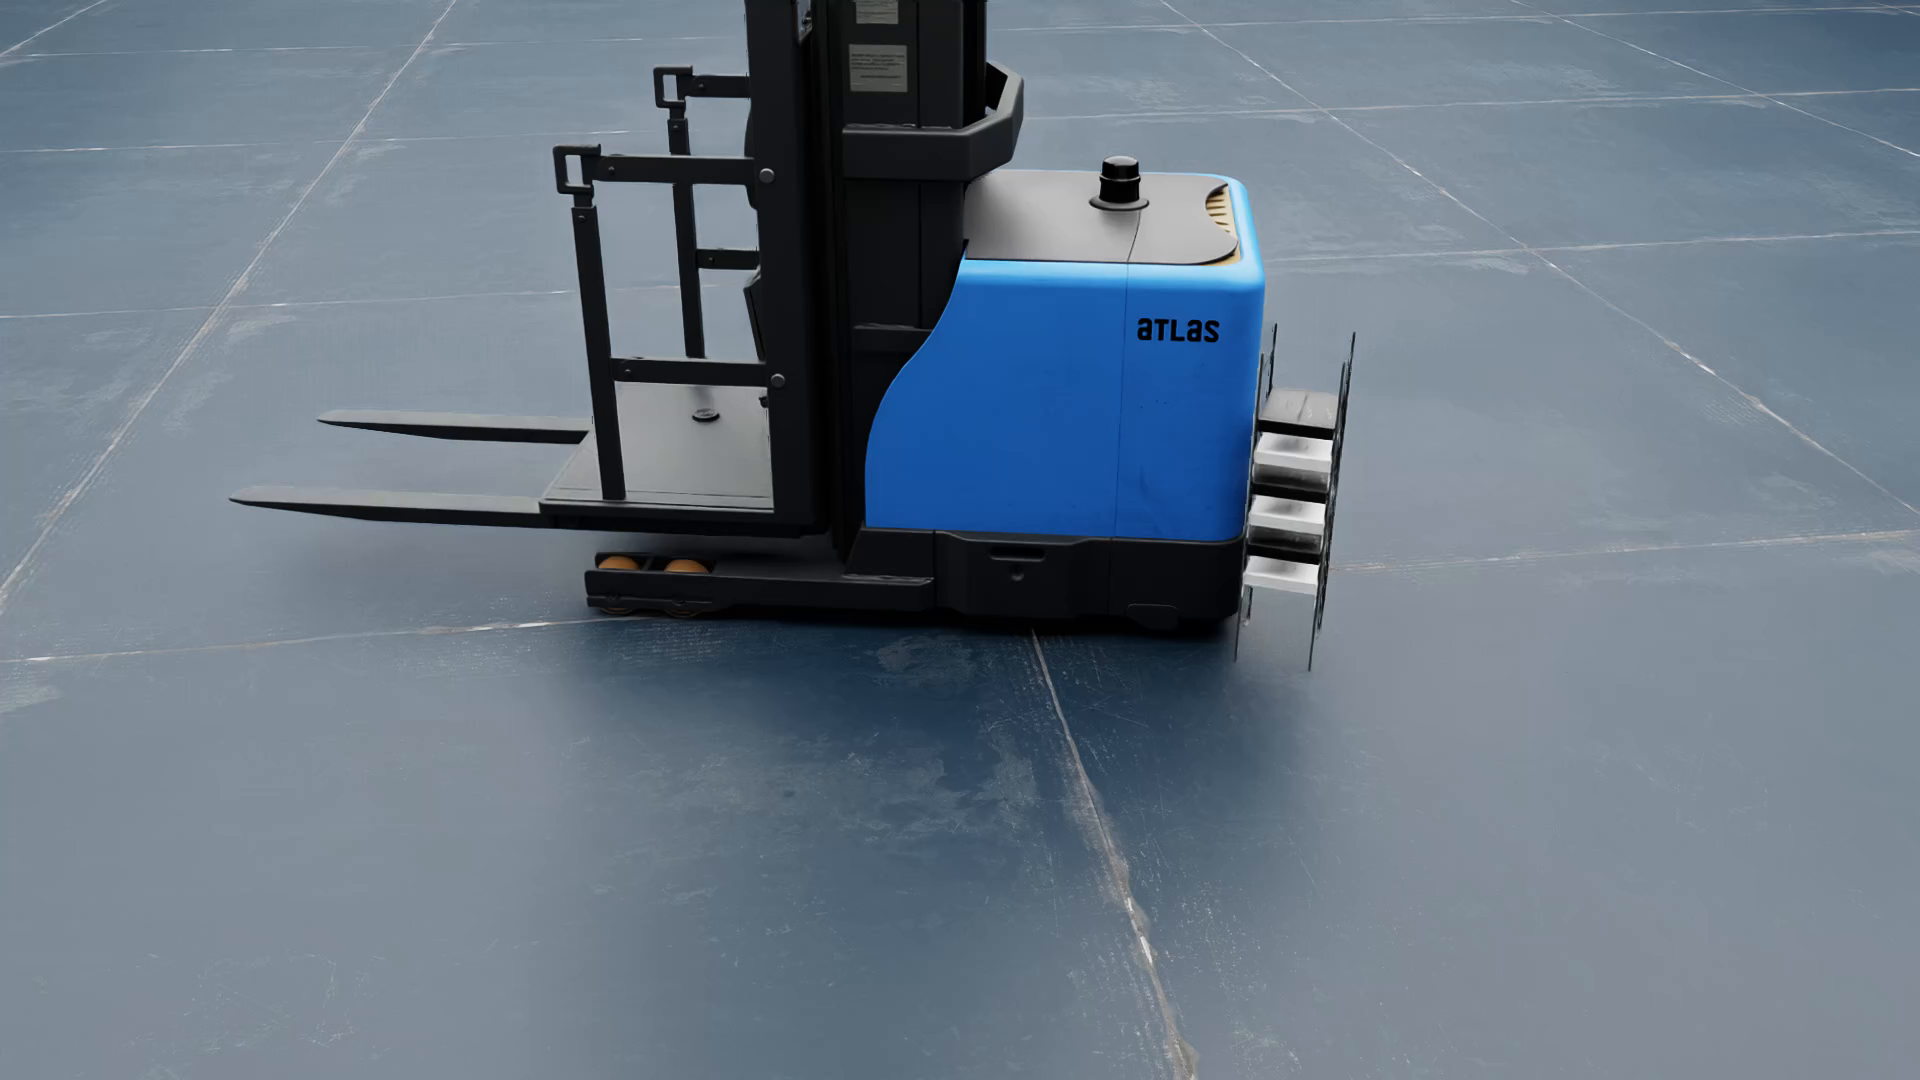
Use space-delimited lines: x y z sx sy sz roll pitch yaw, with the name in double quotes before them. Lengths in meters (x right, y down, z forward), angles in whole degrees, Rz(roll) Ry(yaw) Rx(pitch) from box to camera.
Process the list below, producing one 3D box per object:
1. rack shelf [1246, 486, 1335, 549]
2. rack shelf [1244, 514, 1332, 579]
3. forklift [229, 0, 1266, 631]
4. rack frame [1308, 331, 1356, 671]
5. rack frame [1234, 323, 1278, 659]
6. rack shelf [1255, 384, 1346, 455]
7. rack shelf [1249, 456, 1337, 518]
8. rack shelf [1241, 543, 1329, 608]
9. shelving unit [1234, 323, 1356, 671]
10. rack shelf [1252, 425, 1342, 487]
"rack shelf" 0.896 -0.079 4.490 0.200 0.077 0.258 9 28 16
"rack shelf" 0.896 0.001 4.531 0.200 0.077 0.258 9 28 16
"forklift" -0.665 -1.316 4.603 3.031 2.935 1.130 2 27 5
"rack frame" 0.993 -0.094 4.447 0.006 0.900 0.240 9 28 16
"rack frame" 0.800 -0.123 4.503 0.006 0.900 0.240 9 28 16
"rack shelf" 0.897 -0.319 4.367 0.200 0.077 0.258 9 28 16
"rack shelf" 0.897 -0.159 4.449 0.200 0.077 0.258 9 28 16
"rack shelf" 0.896 0.081 4.573 0.200 0.077 0.258 9 28 16
"shelving unit" 0.896 -0.108 4.475 0.210 0.900 0.258 9 28 16
"rack shelf" 0.897 -0.239 4.408 0.200 0.077 0.258 9 28 16
